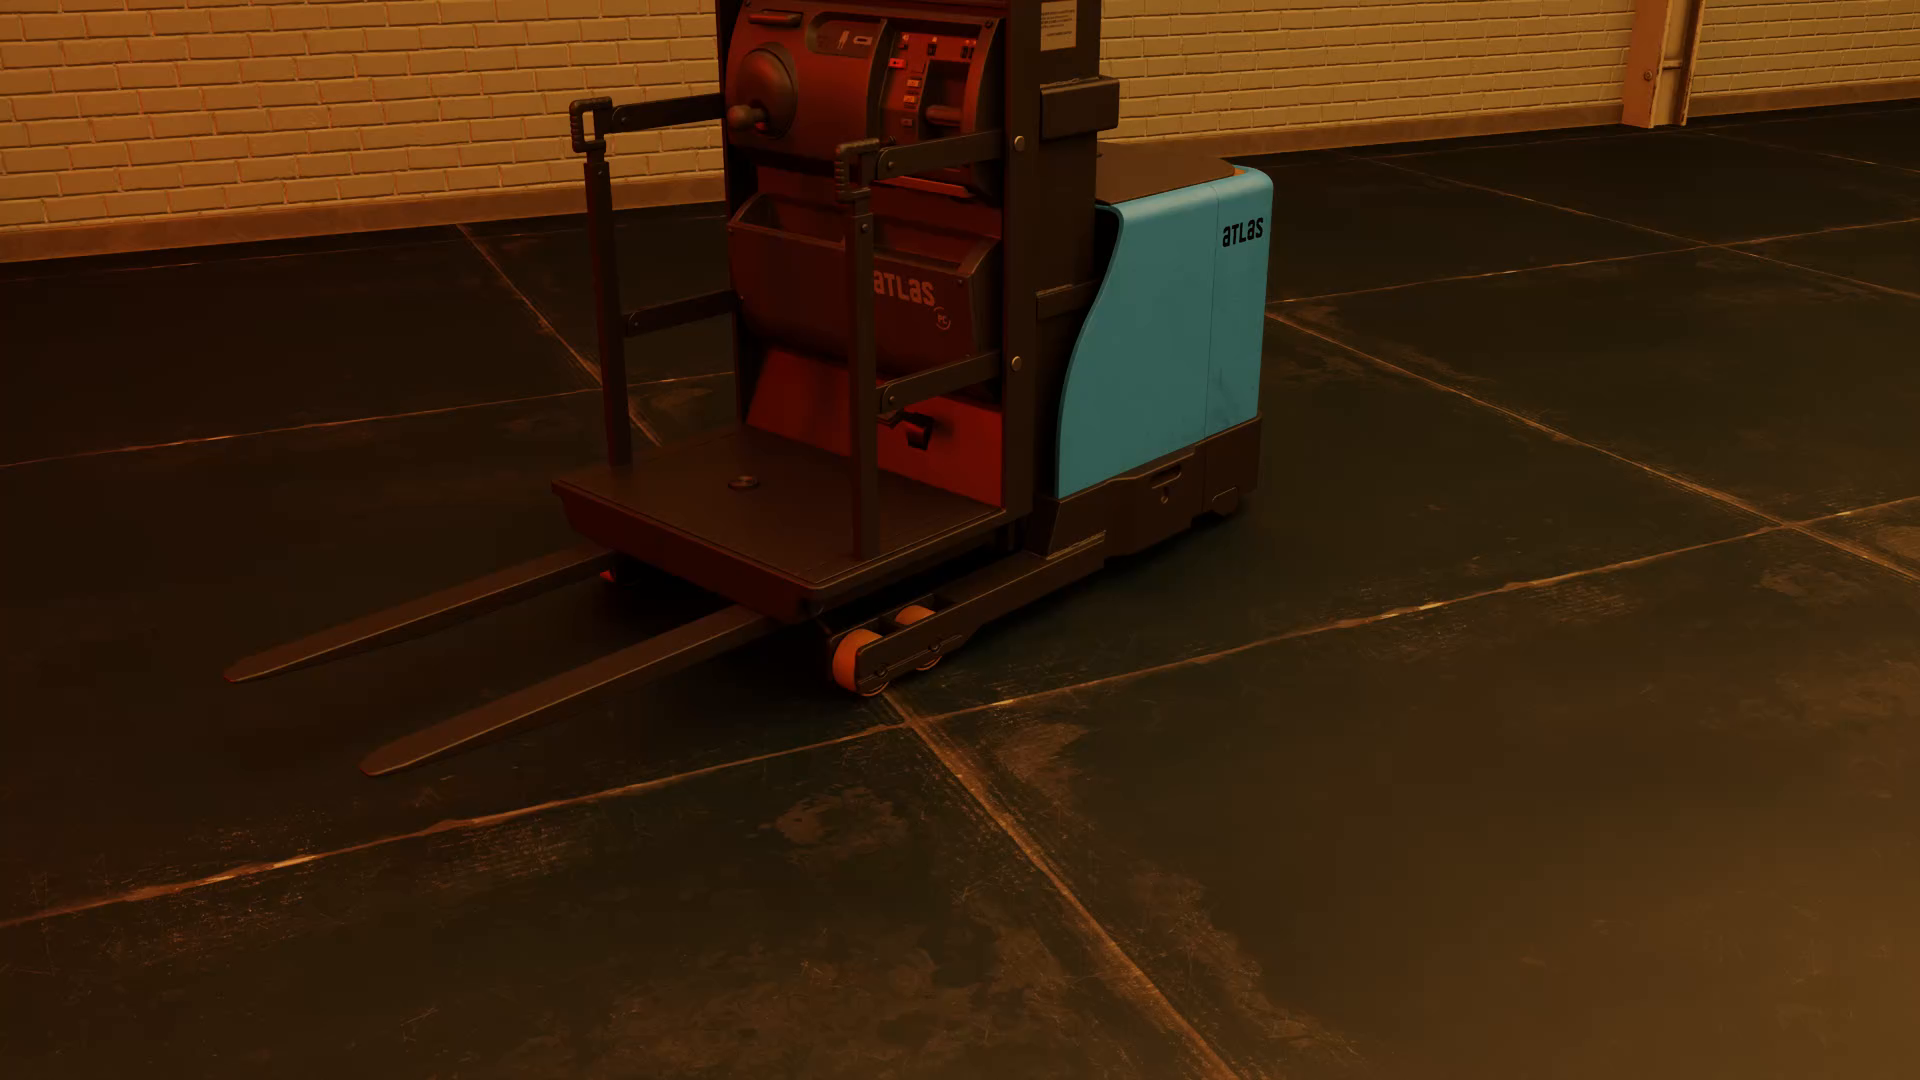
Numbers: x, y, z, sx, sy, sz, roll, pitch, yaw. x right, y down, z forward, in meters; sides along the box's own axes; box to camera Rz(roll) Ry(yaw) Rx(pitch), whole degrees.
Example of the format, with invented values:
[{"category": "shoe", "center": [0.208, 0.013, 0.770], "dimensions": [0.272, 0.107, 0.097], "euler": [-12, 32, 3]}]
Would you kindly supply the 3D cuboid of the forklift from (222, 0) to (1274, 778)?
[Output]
[{"category": "forklift", "center": [-0.413, -1.182, 4.131], "dimensions": [1.130, 2.935, 3.031], "euler": [19, 29, 39]}]
